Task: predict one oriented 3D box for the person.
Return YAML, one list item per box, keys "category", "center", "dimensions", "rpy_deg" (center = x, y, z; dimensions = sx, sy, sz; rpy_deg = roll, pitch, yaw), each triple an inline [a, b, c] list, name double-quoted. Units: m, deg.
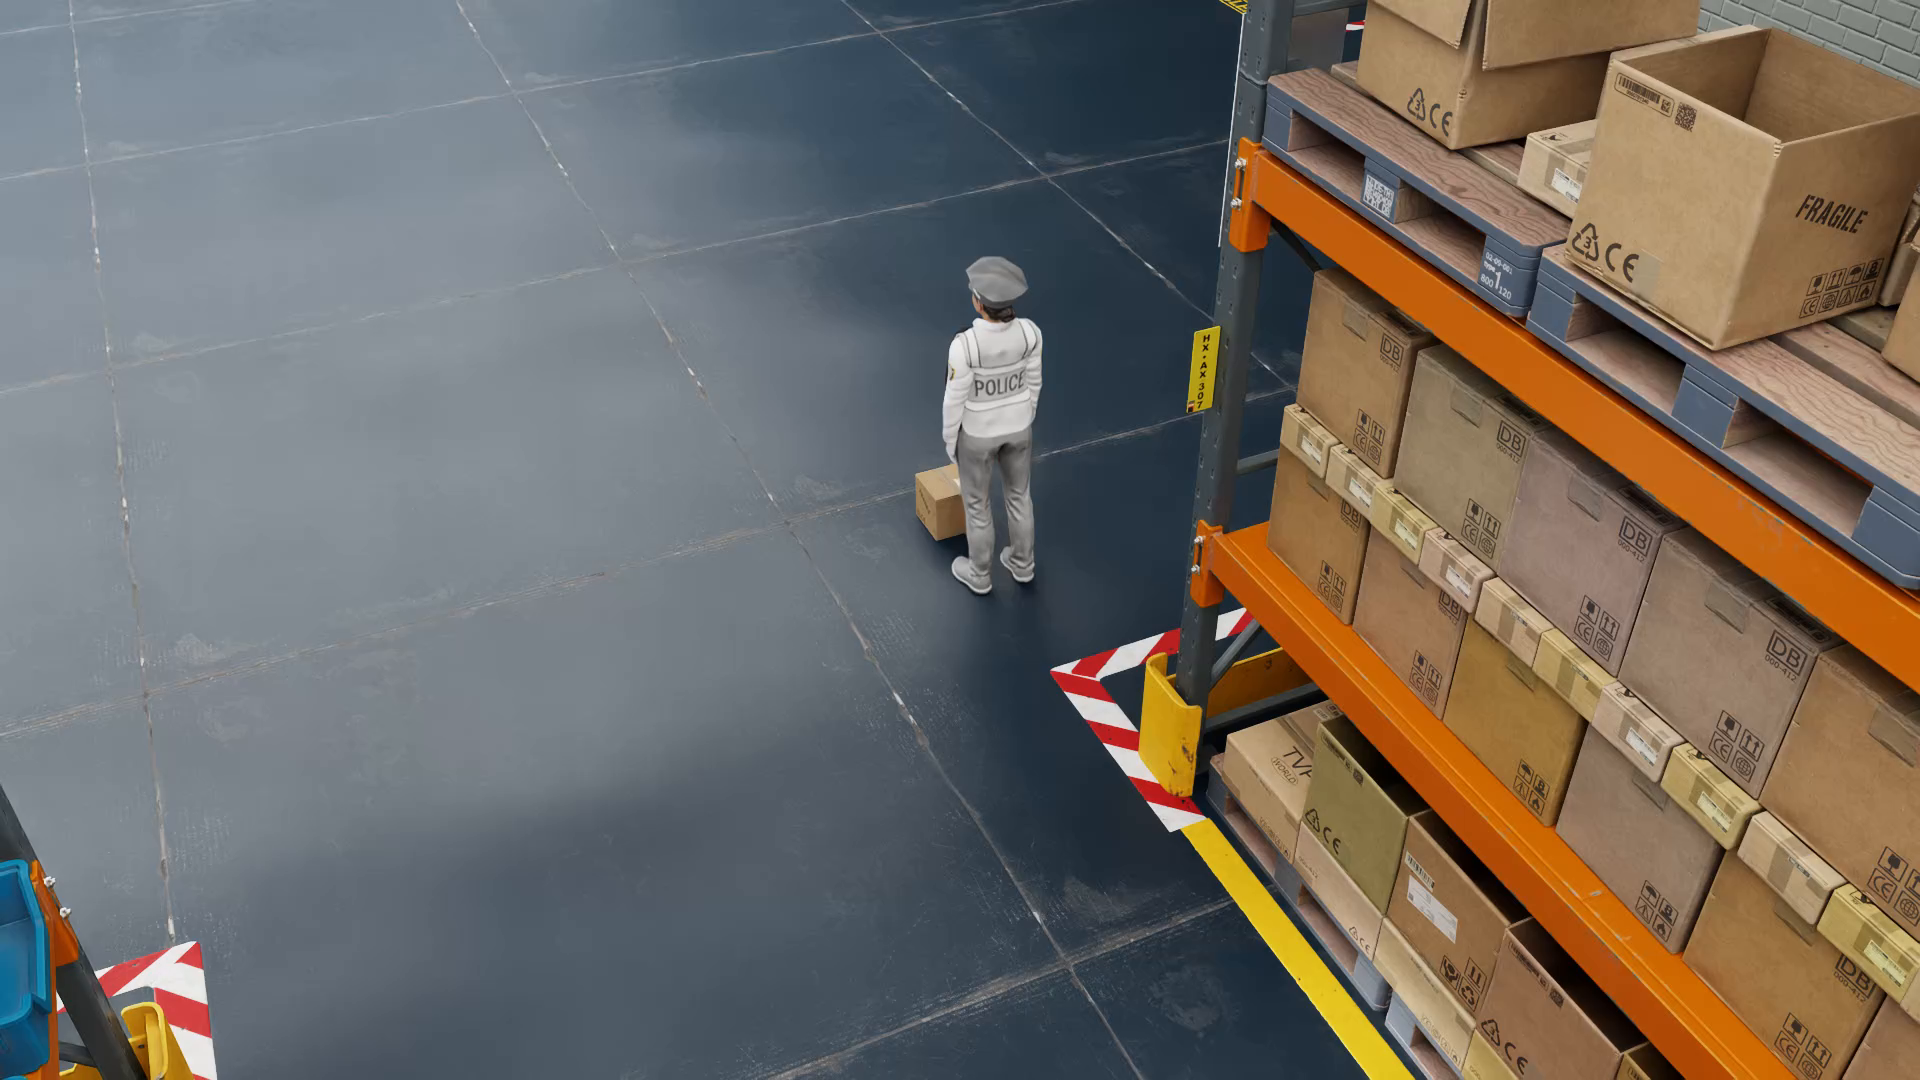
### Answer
- category: "person"
  center: [0.133, -0.492, 7.482]
  dimensions: [0.467, 1.697, 0.346]
  rpy_deg: [-15, 40, -19]
